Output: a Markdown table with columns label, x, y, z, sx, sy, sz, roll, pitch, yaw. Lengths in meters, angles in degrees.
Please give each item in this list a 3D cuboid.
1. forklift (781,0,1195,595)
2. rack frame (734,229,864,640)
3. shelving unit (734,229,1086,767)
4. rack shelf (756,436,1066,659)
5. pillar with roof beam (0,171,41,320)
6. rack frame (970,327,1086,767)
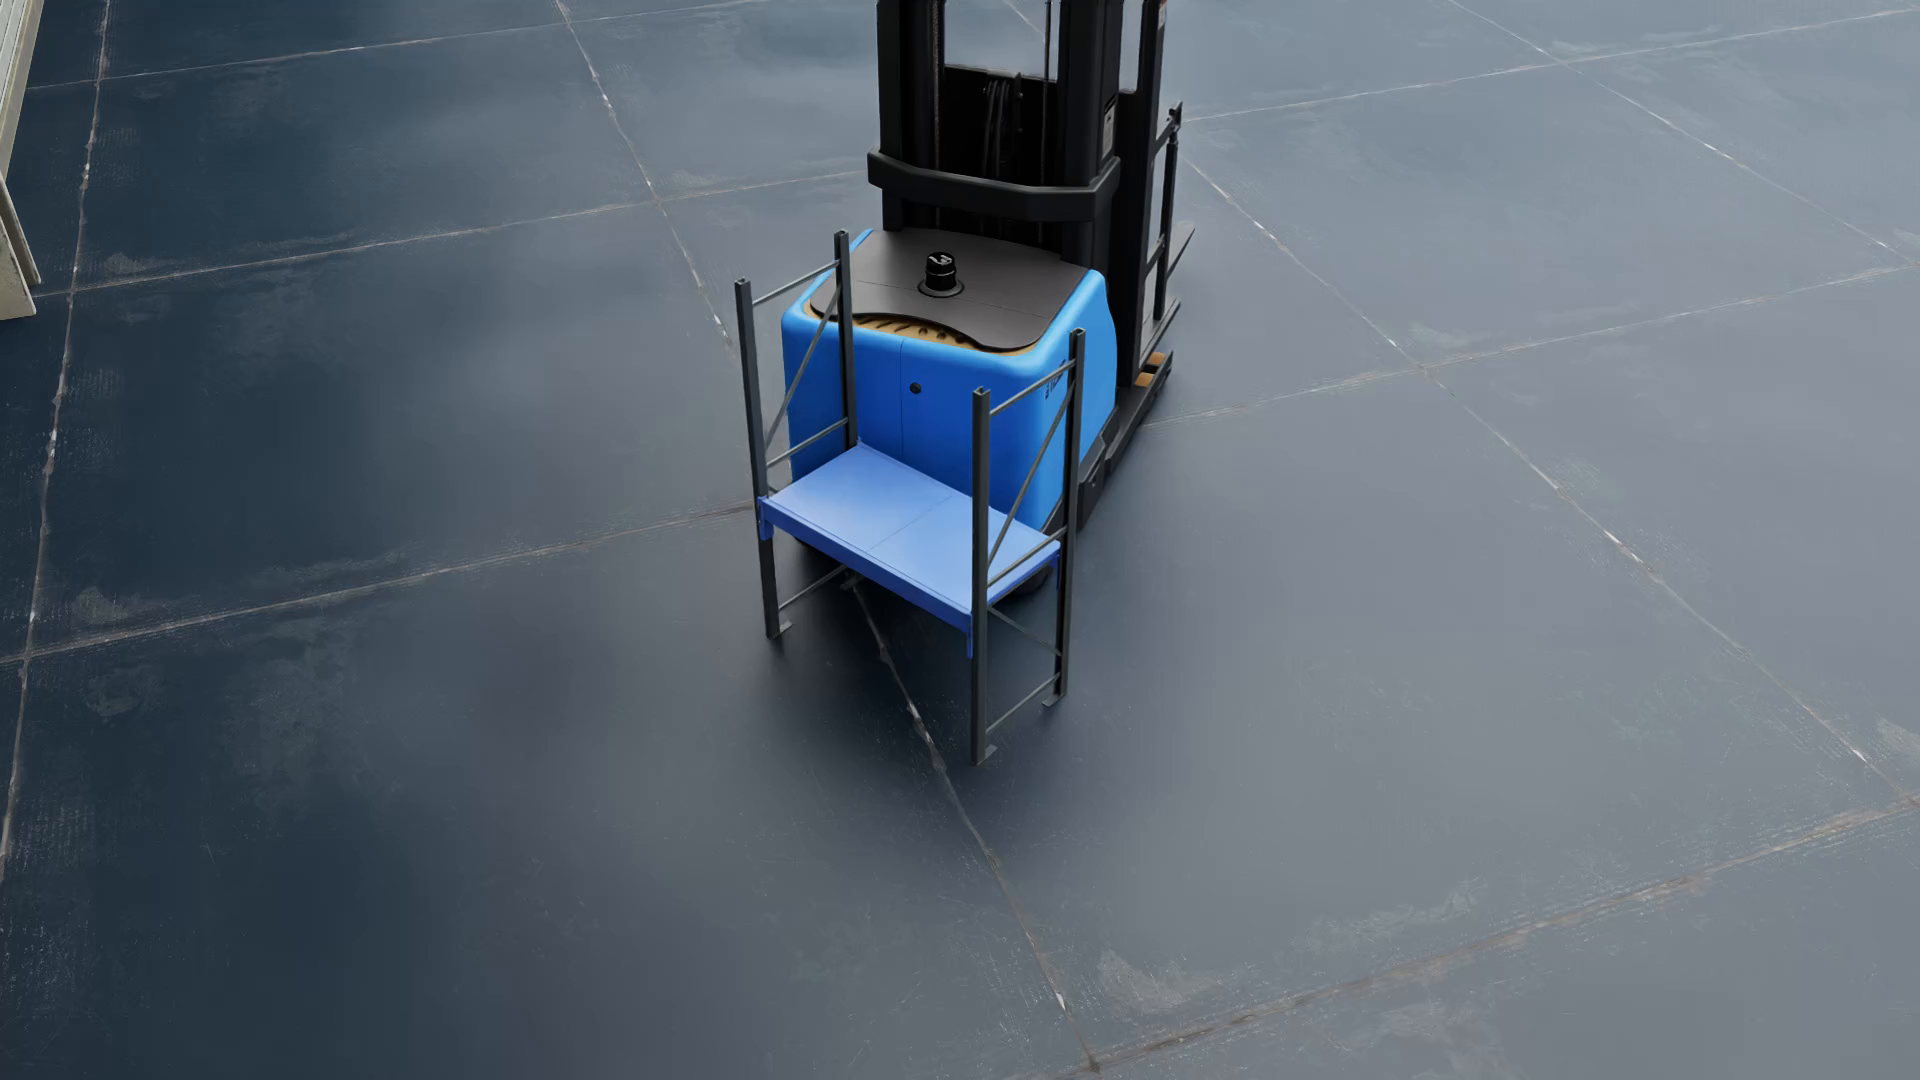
| label | x | y | z | sx | sy | sz | roll | pitch | yaw |
| --- | --- | --- | --- | --- | --- | --- | --- | --- | --- |
| forklift | 0.337 | -1.848 | 6.767 | 1.130 | 2.935 | 3.031 | 13 | 39 | 17 |
| rack frame | -0.553 | -0.341 | 5.957 | 0.032 | 1.500 | 0.500 | 28 | 45 | 32 |
| shelving unit | -0.171 | -0.140 | 5.690 | 1.048 | 1.500 | 0.538 | 28 | 45 | 32 |
| rack shelf | -0.171 | 0.003 | 5.798 | 1.000 | 0.185 | 0.538 | 28 | 45 | 32 |
| pillar with roof beam | -0.749 | -5.681 | 6.813 | 9.100 | 9.000 | 0.400 | -12 | 39 | -16 |
| rack frame | 0.212 | 0.061 | 5.422 | 0.032 | 1.500 | 0.500 | 28 | 45 | 32 |
